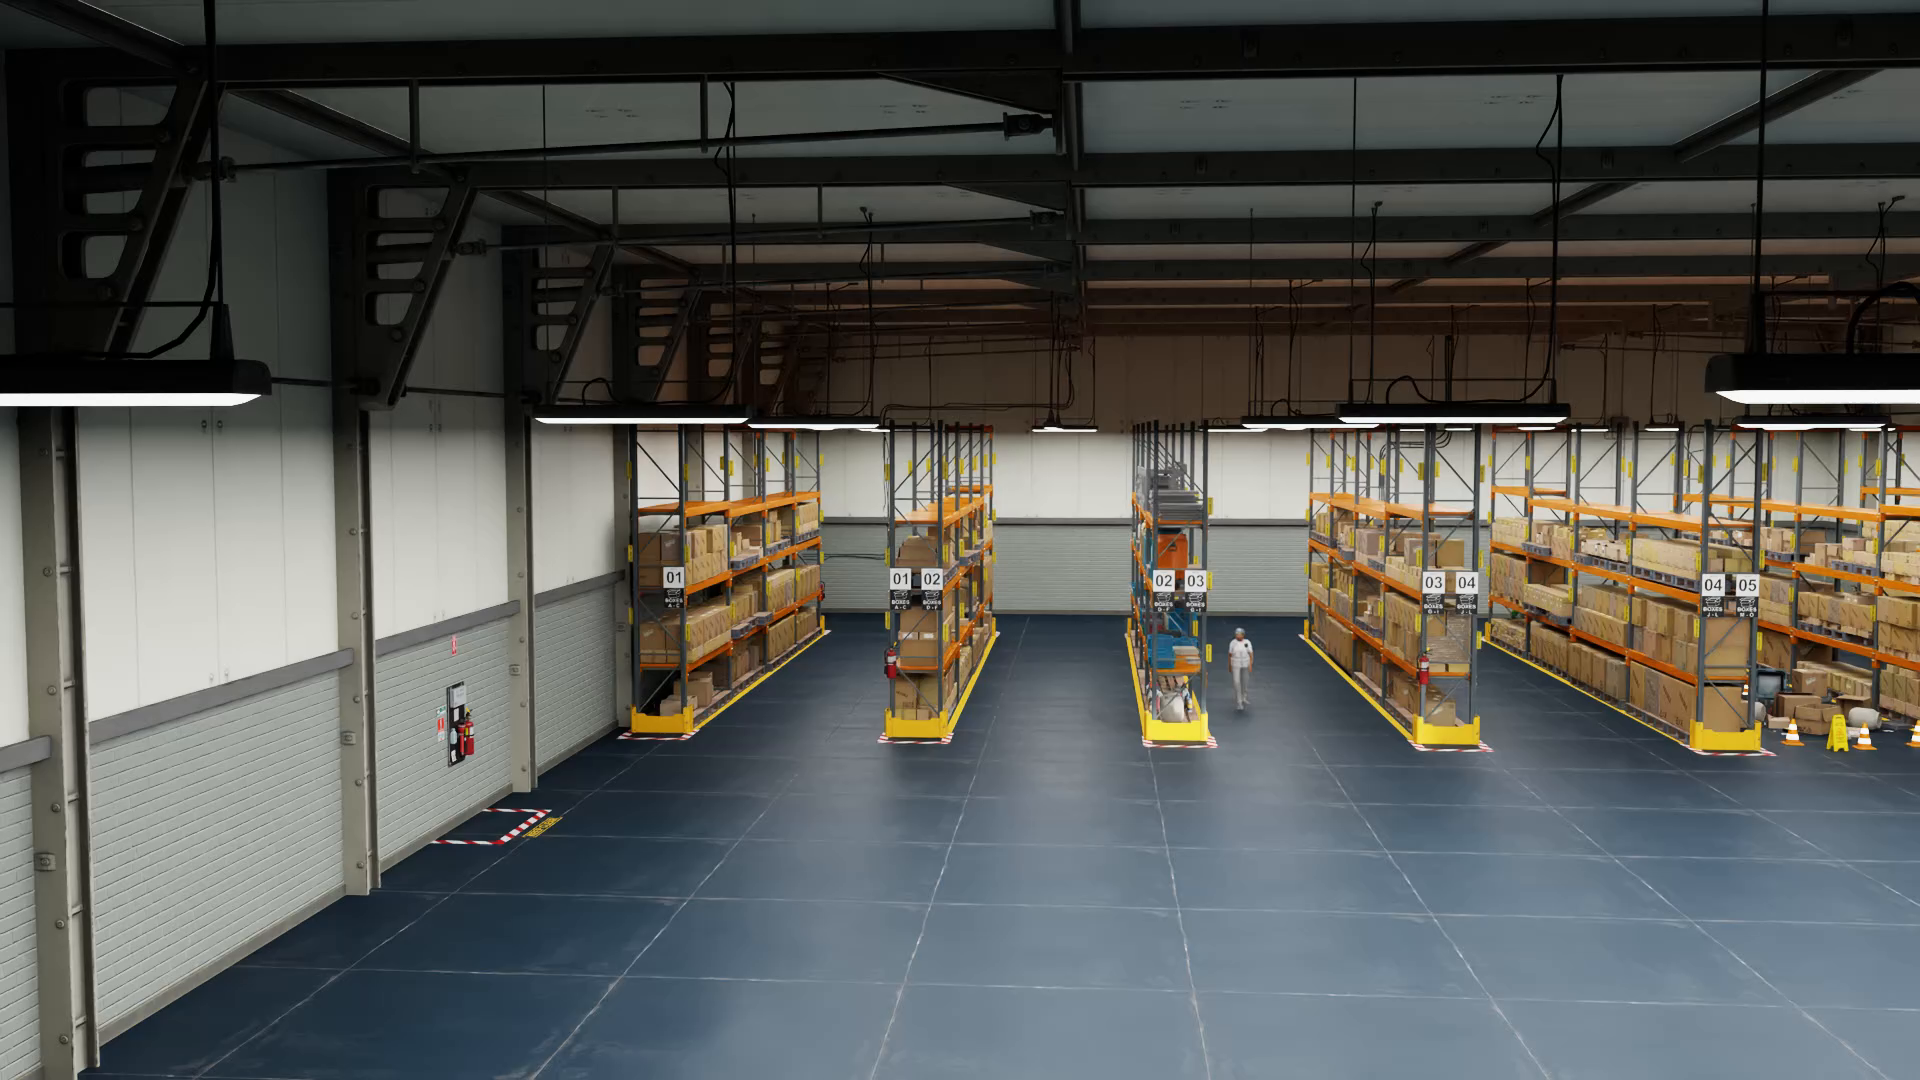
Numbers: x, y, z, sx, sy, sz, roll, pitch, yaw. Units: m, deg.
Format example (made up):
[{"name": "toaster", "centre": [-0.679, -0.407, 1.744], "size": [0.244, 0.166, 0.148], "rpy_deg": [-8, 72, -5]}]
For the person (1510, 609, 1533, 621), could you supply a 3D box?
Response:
[{"name": "person", "centre": [16.229, 1.797, 48.207], "size": [1.034, 1.754, 0.557], "rpy_deg": [0, 4, -2]}]

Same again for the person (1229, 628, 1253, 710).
[{"name": "person", "centre": [5.918, 2.691, 34.973], "size": [0.498, 1.671, 0.792], "rpy_deg": [0, 4, 2]}]

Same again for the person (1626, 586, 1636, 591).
[{"name": "person", "centre": [17.800, 2.080, 43.927], "size": [0.520, 1.809, 0.576], "rpy_deg": [-1, 4, -21]}]
